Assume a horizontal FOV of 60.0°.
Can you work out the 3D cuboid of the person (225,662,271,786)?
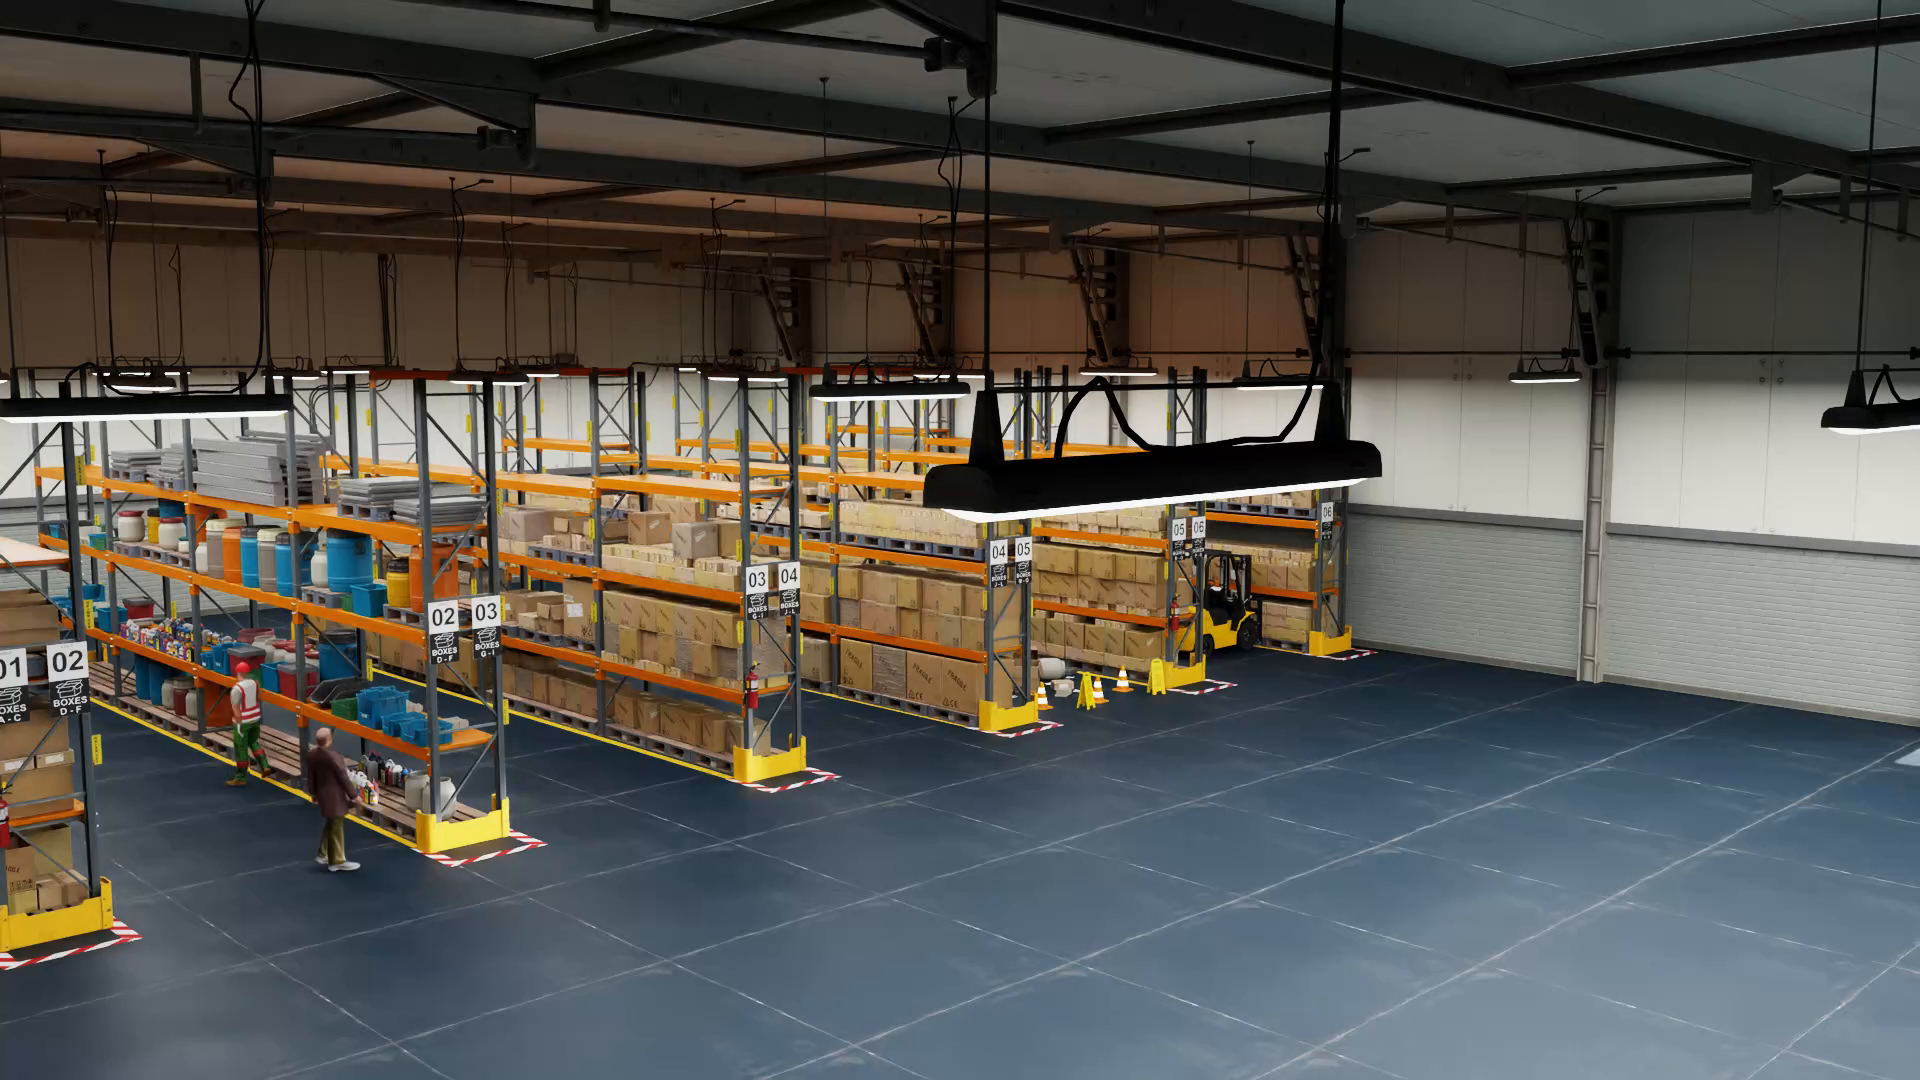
[{"bbox_3d":[-10.448,2.674,24.387,0.442,1.791,0.593,2,7,20],"label":"person"}]

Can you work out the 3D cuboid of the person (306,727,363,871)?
[{"bbox_3d":[-7.659,3.233,20.371,0.552,1.720,0.660,-5,8,-38],"label":"person"}]
